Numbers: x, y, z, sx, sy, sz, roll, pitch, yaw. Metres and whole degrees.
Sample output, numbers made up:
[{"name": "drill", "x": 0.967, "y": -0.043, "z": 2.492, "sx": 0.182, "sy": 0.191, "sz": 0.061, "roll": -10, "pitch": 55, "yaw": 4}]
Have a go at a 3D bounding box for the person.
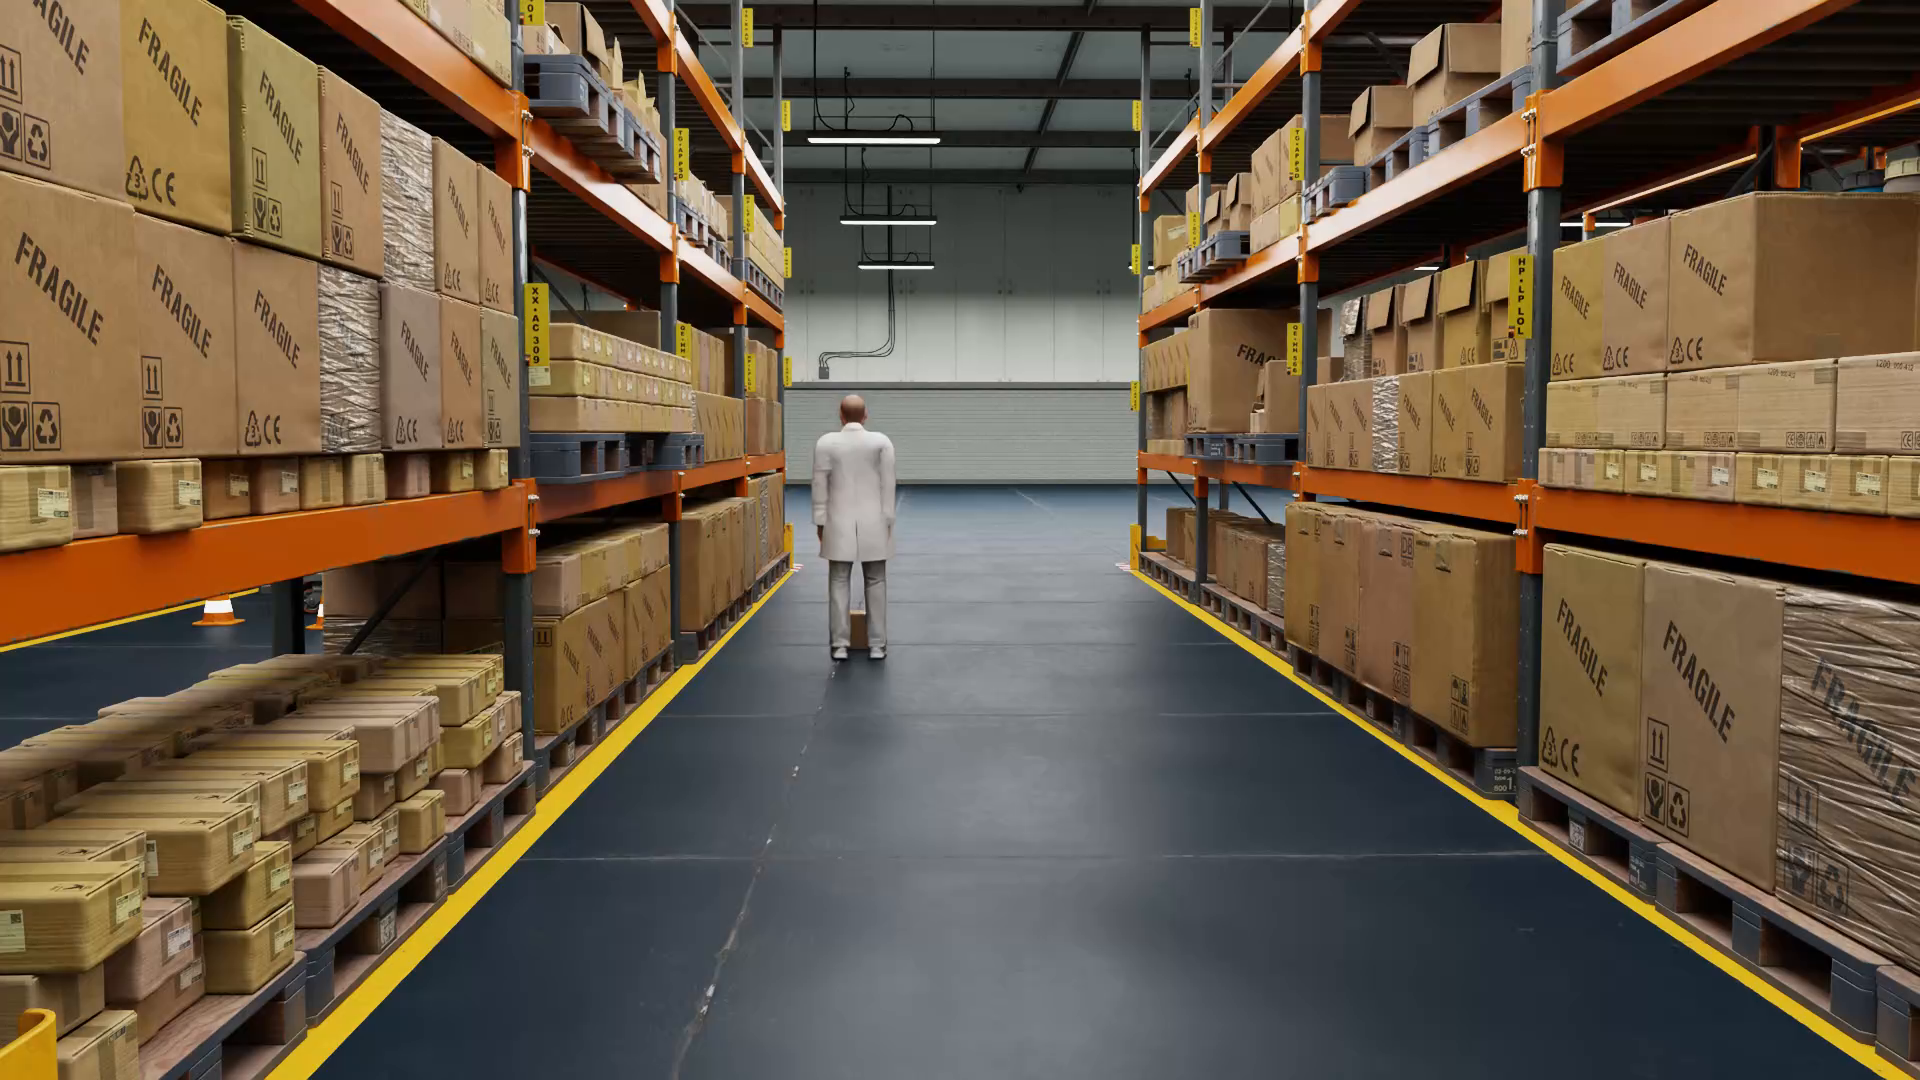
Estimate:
[{"name": "person", "x": -0.715, "y": -0.089, "z": 11.201, "sx": 0.564, "sy": 1.769, "sz": 0.377, "roll": 0, "pitch": 4, "yaw": -1}]
